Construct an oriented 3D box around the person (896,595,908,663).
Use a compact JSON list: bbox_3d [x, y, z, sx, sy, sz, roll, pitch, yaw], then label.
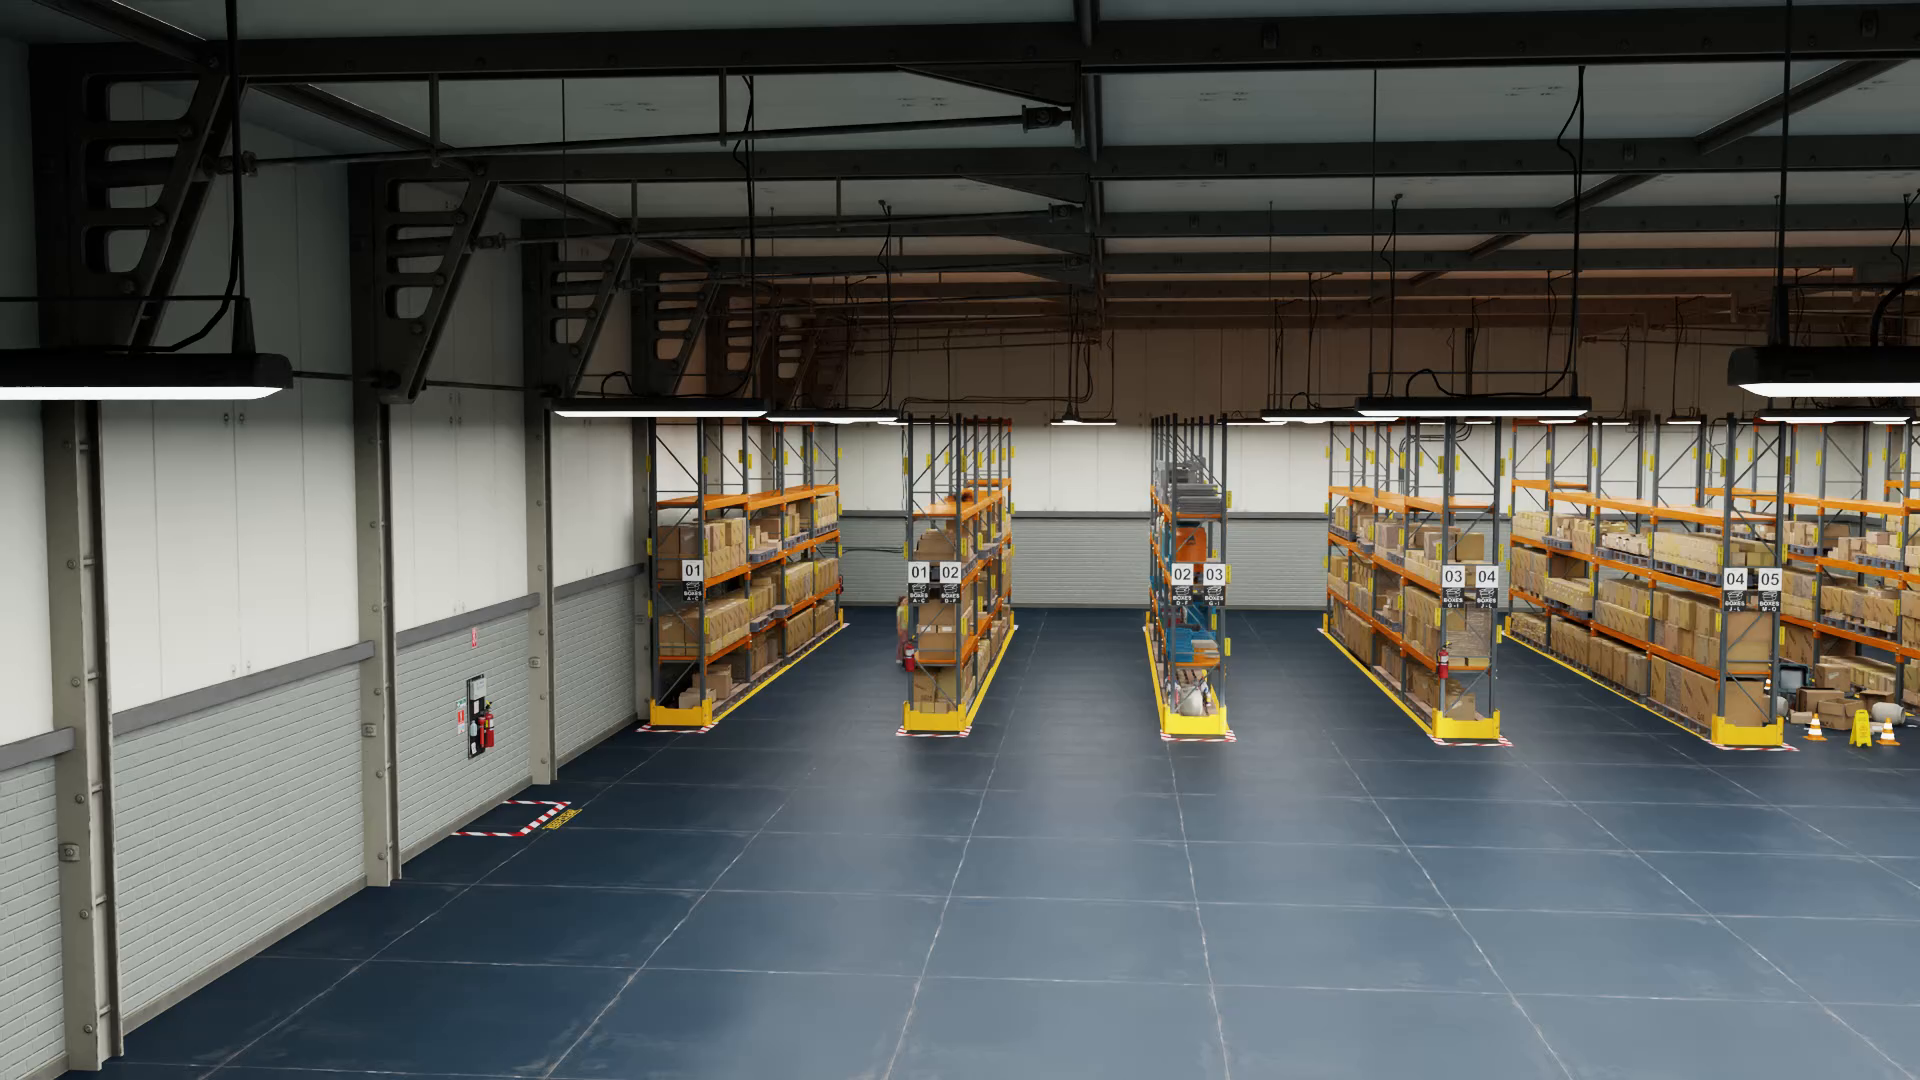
[{"bbox_3d":[-1.310,2.183,40.210,0.511,1.687,0.464,1,4,16],"label":"person"}]
